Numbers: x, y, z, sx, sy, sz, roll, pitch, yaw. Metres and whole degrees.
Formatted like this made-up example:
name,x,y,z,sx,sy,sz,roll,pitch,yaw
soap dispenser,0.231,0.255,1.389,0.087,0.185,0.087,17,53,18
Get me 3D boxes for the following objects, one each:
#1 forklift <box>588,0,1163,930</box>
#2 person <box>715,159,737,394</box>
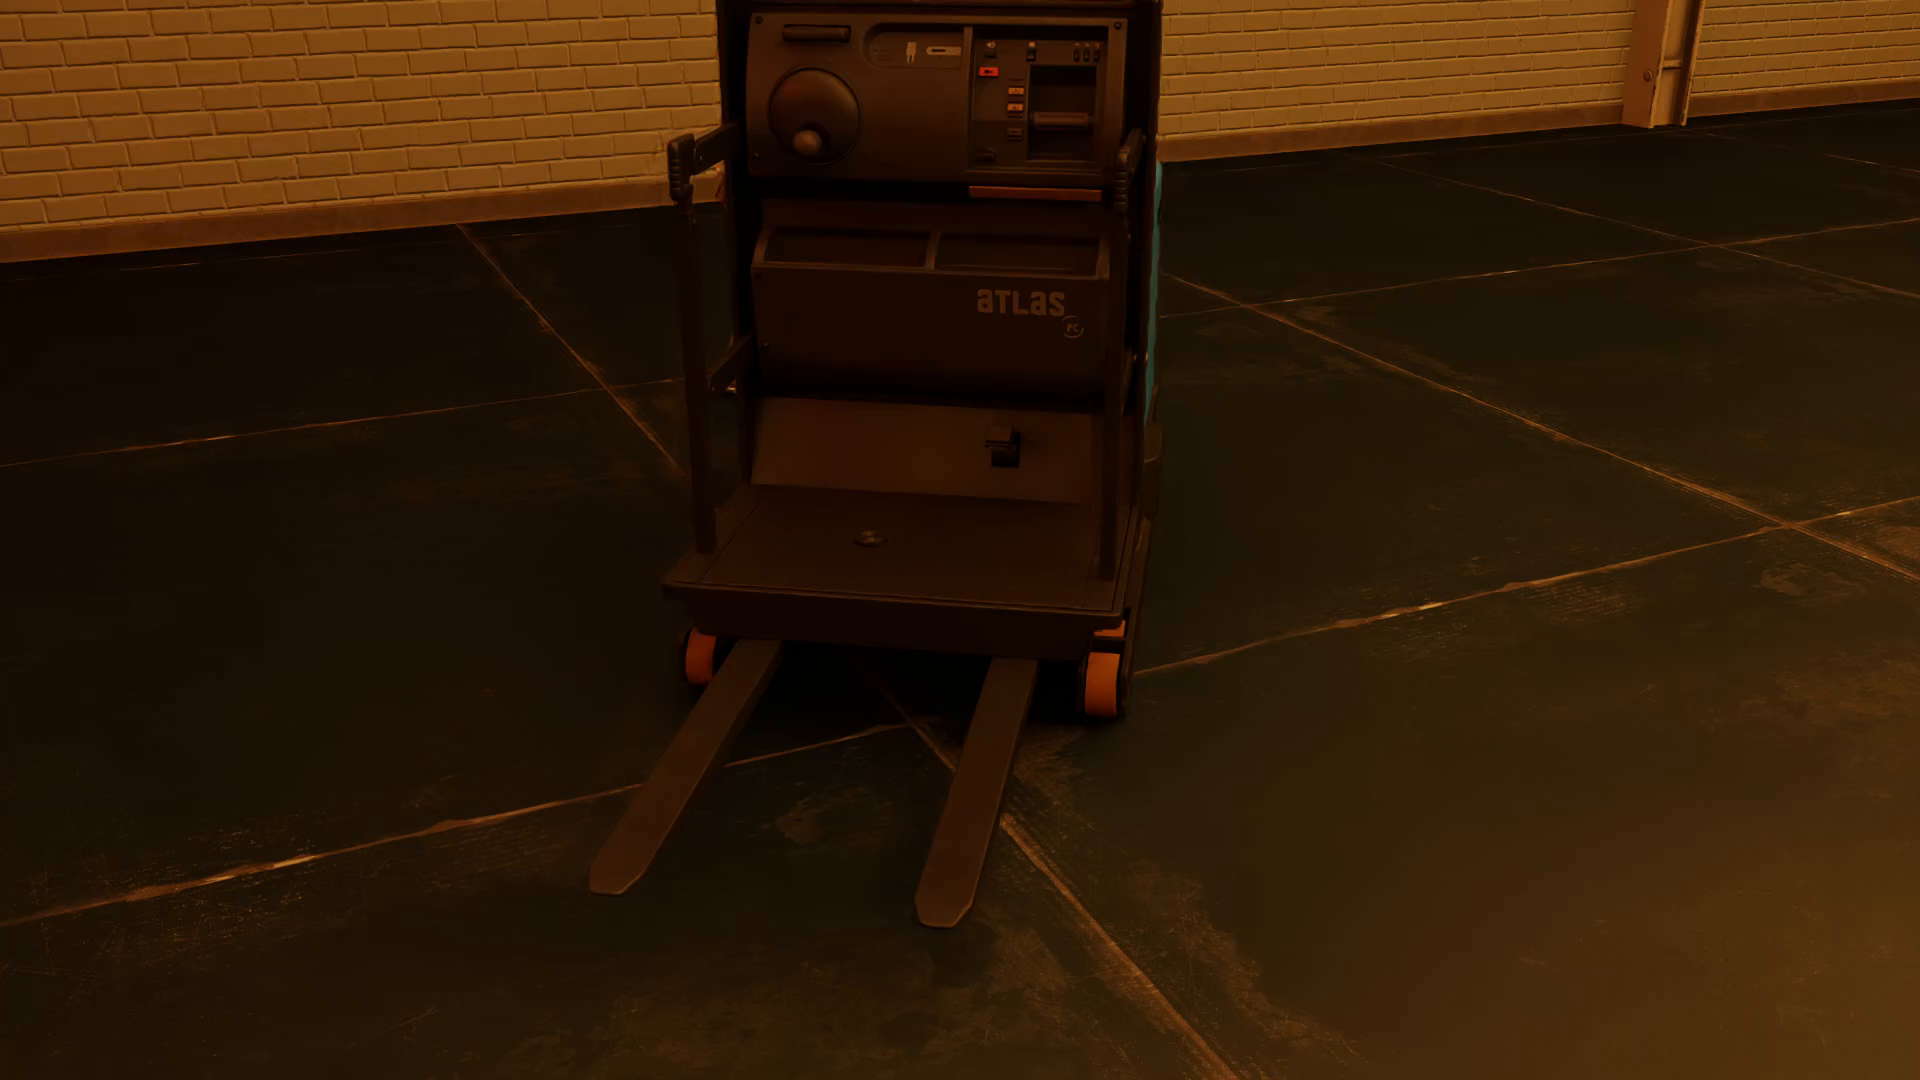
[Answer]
name,x,y,z,sx,sy,sz,roll,pitch,yaw
forklift,-0.096,-1.065,3.850,1.130,2.935,3.031,4,23,9
person,-0.765,-1.379,6.352,0.427,1.634,0.796,-4,23,-10
